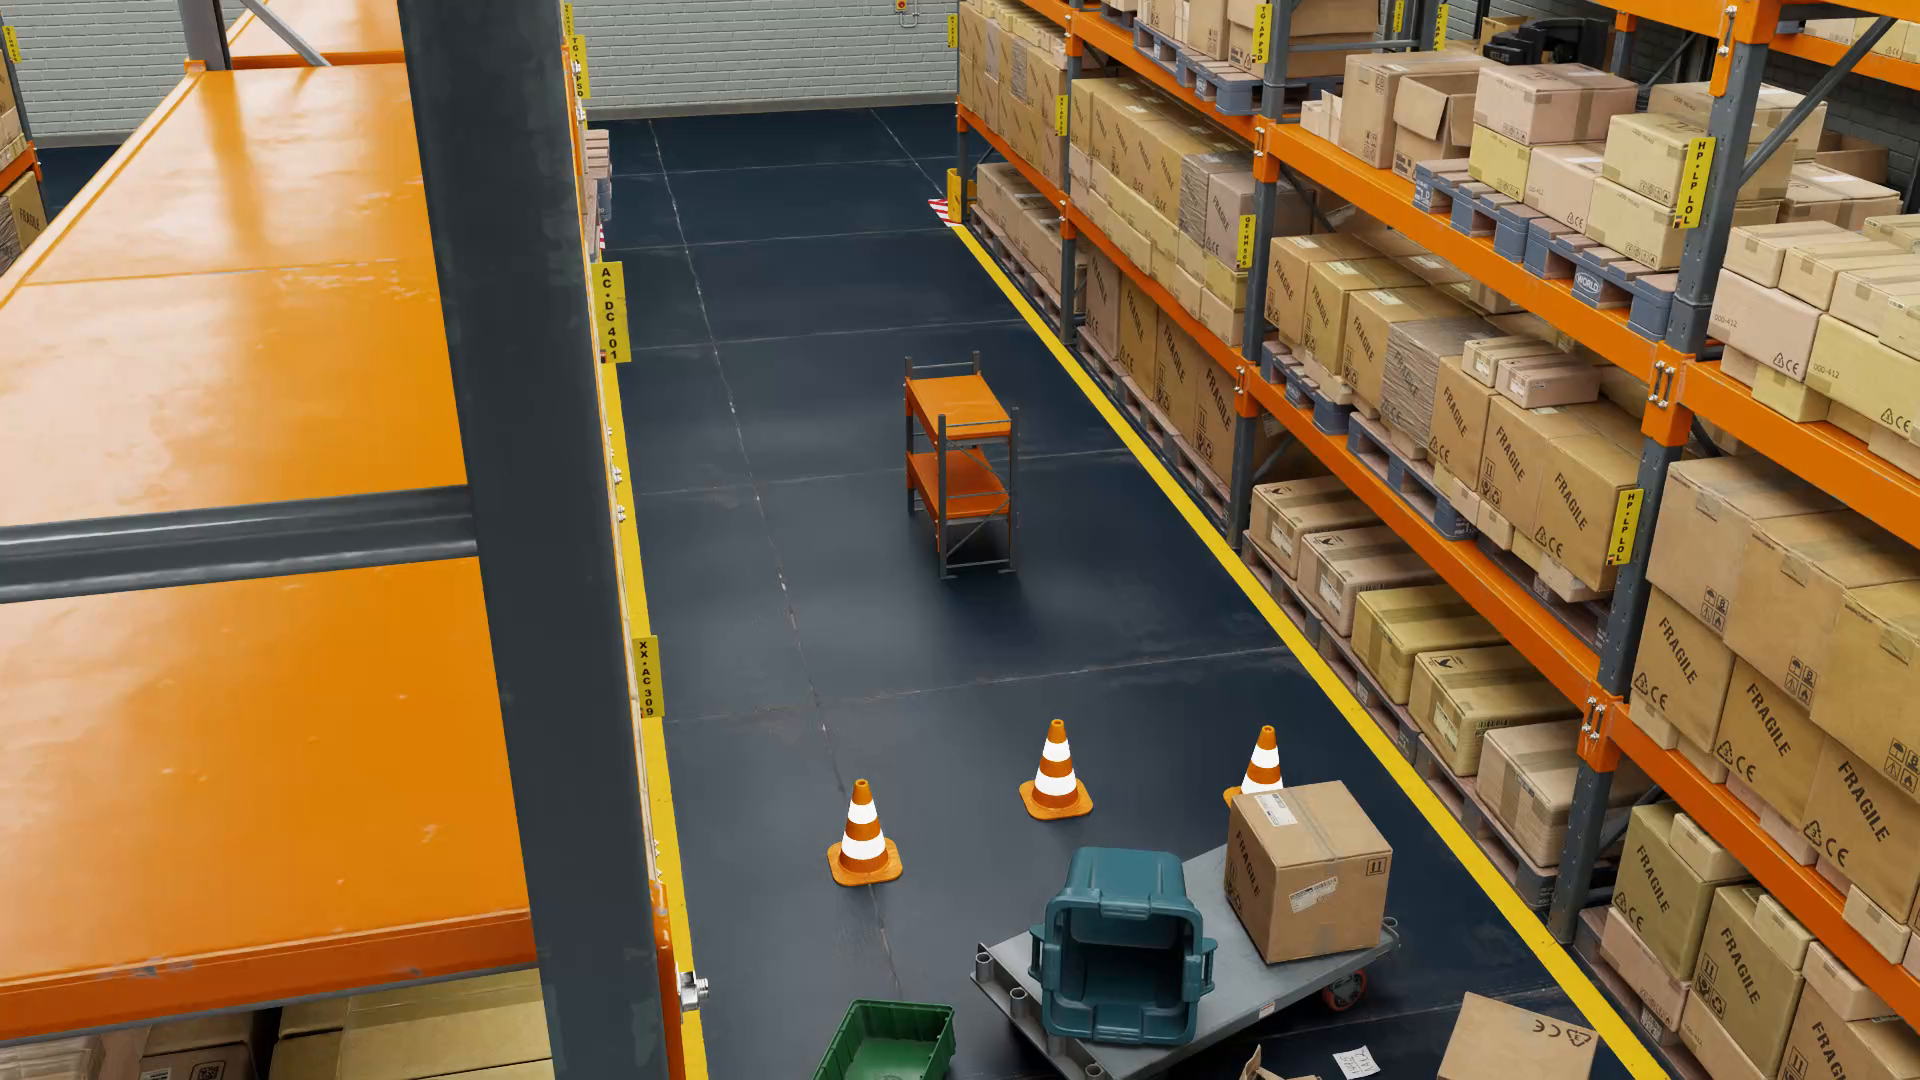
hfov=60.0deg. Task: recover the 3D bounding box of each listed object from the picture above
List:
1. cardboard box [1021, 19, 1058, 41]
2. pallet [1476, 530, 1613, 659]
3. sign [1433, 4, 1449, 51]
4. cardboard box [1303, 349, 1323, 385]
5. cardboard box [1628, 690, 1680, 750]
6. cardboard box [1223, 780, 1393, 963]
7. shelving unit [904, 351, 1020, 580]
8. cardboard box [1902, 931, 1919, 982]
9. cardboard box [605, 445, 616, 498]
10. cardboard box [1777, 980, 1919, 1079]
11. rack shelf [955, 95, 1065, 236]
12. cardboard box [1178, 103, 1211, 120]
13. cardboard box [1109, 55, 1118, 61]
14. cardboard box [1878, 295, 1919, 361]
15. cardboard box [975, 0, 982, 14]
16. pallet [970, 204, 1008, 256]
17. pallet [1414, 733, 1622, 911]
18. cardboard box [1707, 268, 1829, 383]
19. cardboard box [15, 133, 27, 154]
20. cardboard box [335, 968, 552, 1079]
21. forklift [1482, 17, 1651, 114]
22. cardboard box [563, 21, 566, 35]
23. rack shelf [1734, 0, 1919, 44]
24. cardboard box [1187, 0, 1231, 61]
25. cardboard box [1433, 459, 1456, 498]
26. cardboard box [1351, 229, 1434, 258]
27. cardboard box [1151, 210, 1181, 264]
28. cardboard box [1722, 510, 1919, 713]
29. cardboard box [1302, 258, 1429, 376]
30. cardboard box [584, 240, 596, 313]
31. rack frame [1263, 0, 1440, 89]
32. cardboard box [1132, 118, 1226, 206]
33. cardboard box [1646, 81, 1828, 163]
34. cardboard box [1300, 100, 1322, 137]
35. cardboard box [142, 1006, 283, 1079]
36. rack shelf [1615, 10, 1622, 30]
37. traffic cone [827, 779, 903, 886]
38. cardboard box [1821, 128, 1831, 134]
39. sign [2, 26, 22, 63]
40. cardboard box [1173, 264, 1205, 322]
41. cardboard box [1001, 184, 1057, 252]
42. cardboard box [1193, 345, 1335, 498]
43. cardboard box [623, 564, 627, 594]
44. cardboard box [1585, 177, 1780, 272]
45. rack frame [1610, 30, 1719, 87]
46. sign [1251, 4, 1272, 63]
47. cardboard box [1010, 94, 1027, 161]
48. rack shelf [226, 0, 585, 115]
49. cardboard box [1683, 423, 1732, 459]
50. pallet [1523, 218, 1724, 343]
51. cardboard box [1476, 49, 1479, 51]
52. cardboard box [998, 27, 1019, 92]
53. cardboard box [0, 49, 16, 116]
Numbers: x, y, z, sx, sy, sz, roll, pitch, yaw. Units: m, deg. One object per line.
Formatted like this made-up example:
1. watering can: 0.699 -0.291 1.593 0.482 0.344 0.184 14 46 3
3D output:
1. cardboard box: 0.763 -4.553 14.848 0.380 0.149 0.250 -7 28 -13
2. pallet: 3.141 0.145 7.692 1.003 0.211 1.213 -6 27 -12
3. sign: 2.799 -2.970 9.749 0.100 0.325 0.005 -6 27 -12
4. cardboard box: 2.210 -1.007 9.576 0.380 0.149 0.250 -8 28 -15
5. cardboard box: 2.930 0.693 6.673 0.380 0.149 0.250 -6 27 -12
6. cardboard box: 1.444 1.382 6.964 0.500 0.500 0.500 -6 27 -12
7. shelving unit: -0.002 -0.505 10.849 0.538 1.125 1.048 -6 27 -12
8. cardboard box: 3.293 1.363 5.345 0.380 0.149 0.250 -6 27 -12
9. cardboard box: -0.893 -0.063 3.381 0.380 0.149 0.250 -6 27 -11
10. cardboard box: 3.289 1.863 5.829 0.500 0.500 0.500 -5 27 -9
11. rack shelf: 0.918 -3.659 15.815 1.077 0.370 4.000 -6 27 -12
12. cardboard box: 1.933 -2.971 12.434 0.500 0.500 0.500 -5 27 -10
13. cardboard box: 1.477 -4.158 14.066 0.380 0.149 0.250 -6 27 -11
14. cardboard box: 3.095 -0.655 5.131 0.380 0.149 0.250 -6 27 -12
15. cardboard box: 0.353 -5.221 16.171 0.380 0.149 0.250 -5 27 -10
16. pallet: 0.724 -3.270 17.341 1.003 0.211 1.213 -6 27 -12
17. pallet: 2.995 1.313 8.260 1.003 0.211 1.213 -6 27 -12
18. cardboard box: 3.004 -0.774 5.808 0.500 0.250 0.500 -7 28 -13
19. cardboard box: -8.787 -3.617 15.212 0.380 0.149 0.250 -5 27 -11
20. cardboard box: -0.548 0.609 2.049 0.380 0.149 0.250 -6 27 -11
21. forklift: 4.554 -2.228 12.258 1.130 2.935 3.031 -16 31 -28
22. cardboard box: -3.747 -4.309 14.755 0.500 0.500 0.500 -5 27 -9
23. rack shelf: 3.622 -1.068 4.027 1.077 0.370 4.000 -6 27 -12
24. cardboard box: 1.862 -3.333 10.464 0.700 0.500 0.500 -7 28 -14
25. cardboard box: 2.571 -0.312 8.199 0.380 0.149 0.250 -6 27 -12
26. cardboard box: 2.643 -1.540 9.911 0.500 0.500 0.500 -7 28 -13
27. cardboard box: 1.659 -2.136 11.612 0.500 0.250 0.500 -7 28 -13
28. cardboard box: 3.153 0.228 5.765 0.700 0.500 0.500 -6 27 -11
29. cardboard box: 2.270 -1.262 9.360 0.500 0.500 0.500 -5 27 -9
30. cardboard box: -1.235 -0.730 4.701 0.380 0.149 0.250 -6 27 -12
31. rack frame: 2.270 -4.024 9.082 1.000 3.000 0.127 -6 27 -12
32. cardboard box: 1.563 -2.703 11.903 0.500 0.500 0.500 -6 27 -12
33. cardboard box: 3.308 -1.788 7.126 0.500 0.250 0.500 -7 28 -13
34. cardboard box: 2.175 -2.417 9.507 0.380 0.149 0.250 -6 27 -12
35. cardboard box: -1.221 0.670 2.371 0.500 0.250 0.500 -6 27 -11
36. rack shelf: 5.753 -5.504 16.141 1.077 0.370 4.000 -6 27 -12
37. traffic cone: -0.460 1.347 7.913 0.336 0.463 0.334 -6 27 -12
38. cardboard box: 6.388 -3.033 13.199 0.700 0.500 0.500 -6 27 -12
39. sign: -8.656 -4.523 15.181 0.100 0.325 0.005 -6 27 -12
40. cardboard box: 1.773 -1.697 11.297 0.500 0.250 0.500 -5 27 -11
41. cardboard box: 0.928 -3.221 16.527 0.875 0.438 0.875 -5 27 -10
42. cardboard box: 2.195 -0.897 11.436 0.875 0.875 0.875 -6 27 -12
43. cardboard box: -1.599 0.433 6.799 0.500 0.500 0.500 -6 27 -11
44. cardboard box: 2.899 -1.291 6.697 0.500 0.250 0.500 -6 28 -13
45. rack frame: 6.204 -3.608 14.915 1.000 3.000 0.127 -6 27 -12
46. sign: 1.727 -2.898 9.519 0.100 0.325 0.005 -6 27 -12
47. cardboard box: 0.766 -3.769 15.123 0.500 0.500 0.500 -6 27 -12
48. rack shelf: -2.079 -2.099 6.511 1.077 0.370 4.000 -6 27 -12
49. cardboard box: 3.345 -0.190 7.236 0.500 0.500 0.500 -5 27 -10
50. pallet: 3.136 -1.127 6.880 1.213 0.211 1.003 -6 27 -12
51. cardboard box: 5.779 -5.028 17.566 0.500 0.250 0.500 -6 27 -11
52. cardboard box: 0.658 -4.439 15.342 0.500 0.500 0.500 -6 27 -11
53. cardboard box: -8.822 -4.065 14.826 0.500 0.500 0.500 -6 27 -11
